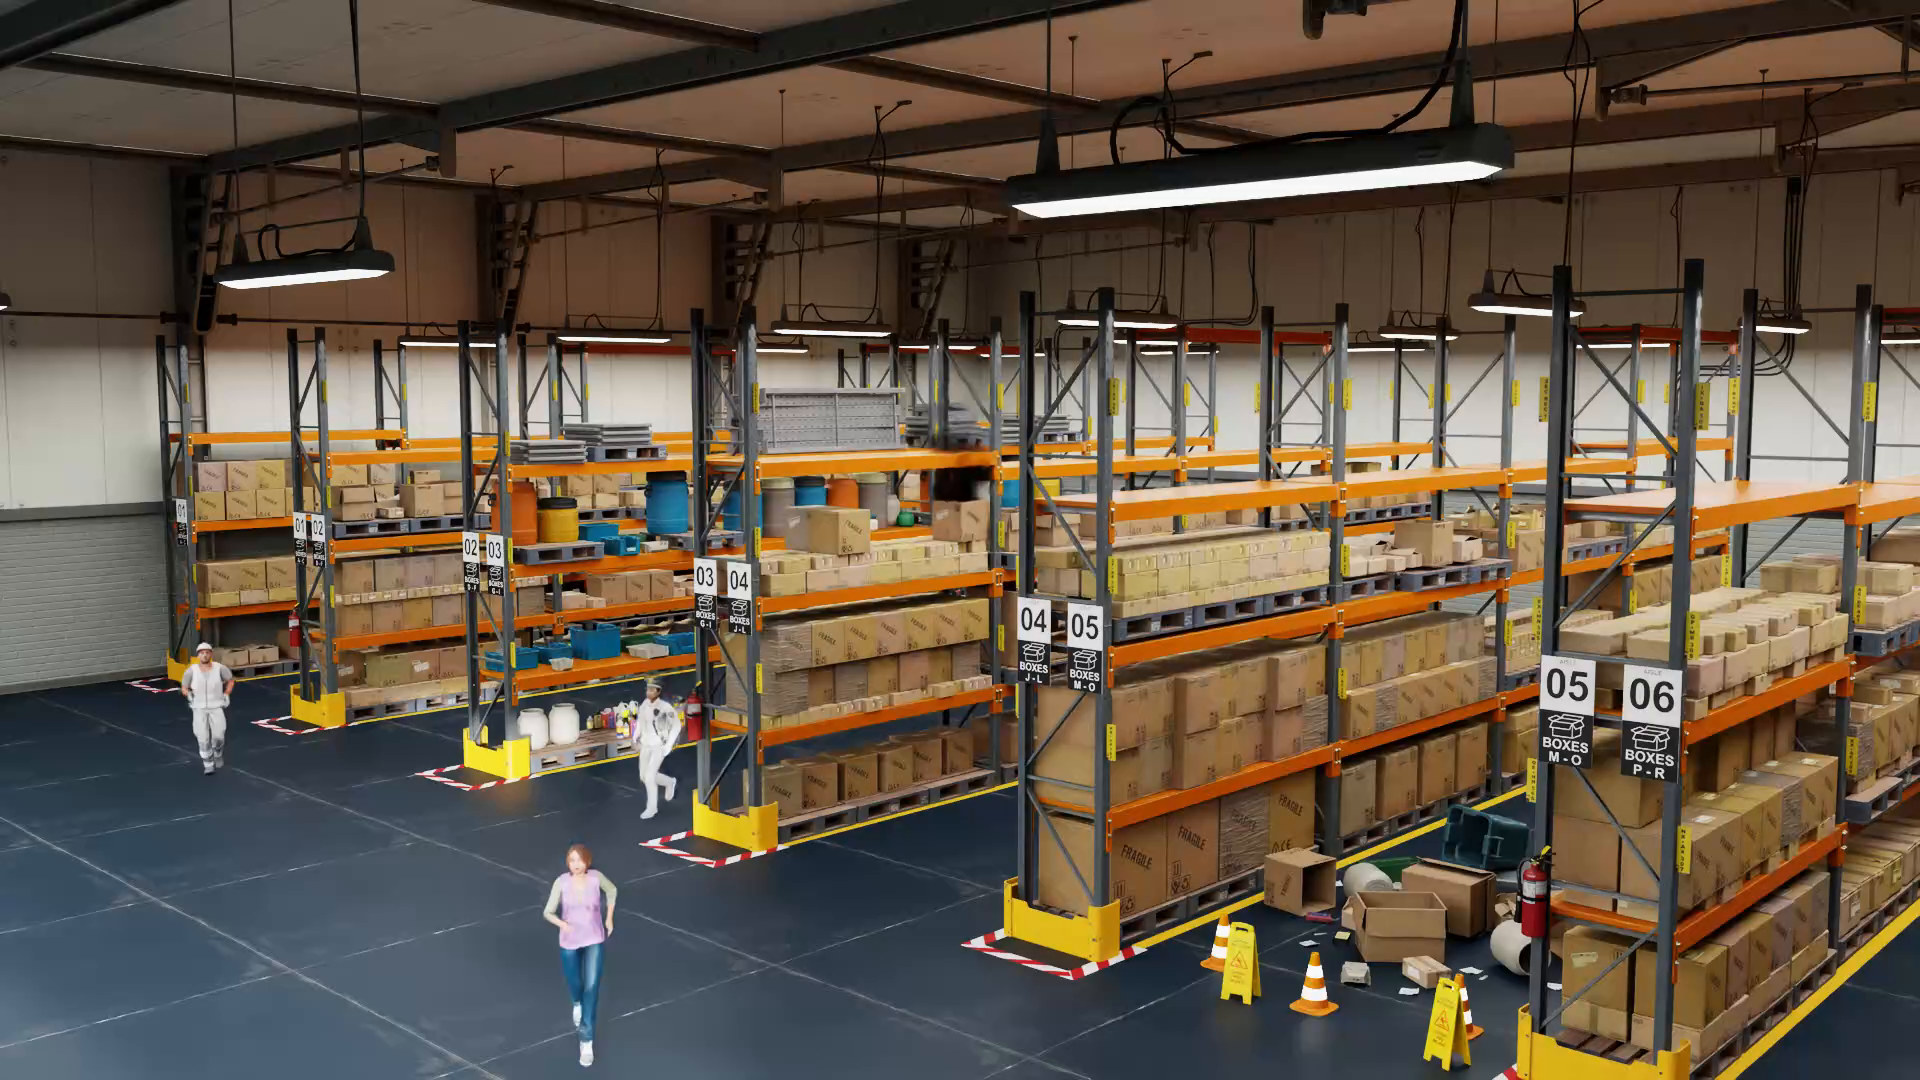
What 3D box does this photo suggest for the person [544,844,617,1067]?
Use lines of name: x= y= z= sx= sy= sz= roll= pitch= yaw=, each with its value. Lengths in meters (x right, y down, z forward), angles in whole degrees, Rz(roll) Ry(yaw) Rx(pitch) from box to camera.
person: x=-2.948 y=3.151 z=12.943 sx=0.550 sy=1.614 sz=0.860 roll=-1 pitch=5 yaw=-9

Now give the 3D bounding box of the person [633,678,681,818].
person: x=-3.647 y=2.477 z=20.026 sx=0.658 sy=1.672 sz=0.624 roll=4 pitch=7 yaw=35

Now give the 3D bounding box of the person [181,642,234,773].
person: x=-9.907 y=2.228 z=21.918 sx=0.644 sy=1.741 sz=0.580 roll=-2 pitch=6 yaw=-22
